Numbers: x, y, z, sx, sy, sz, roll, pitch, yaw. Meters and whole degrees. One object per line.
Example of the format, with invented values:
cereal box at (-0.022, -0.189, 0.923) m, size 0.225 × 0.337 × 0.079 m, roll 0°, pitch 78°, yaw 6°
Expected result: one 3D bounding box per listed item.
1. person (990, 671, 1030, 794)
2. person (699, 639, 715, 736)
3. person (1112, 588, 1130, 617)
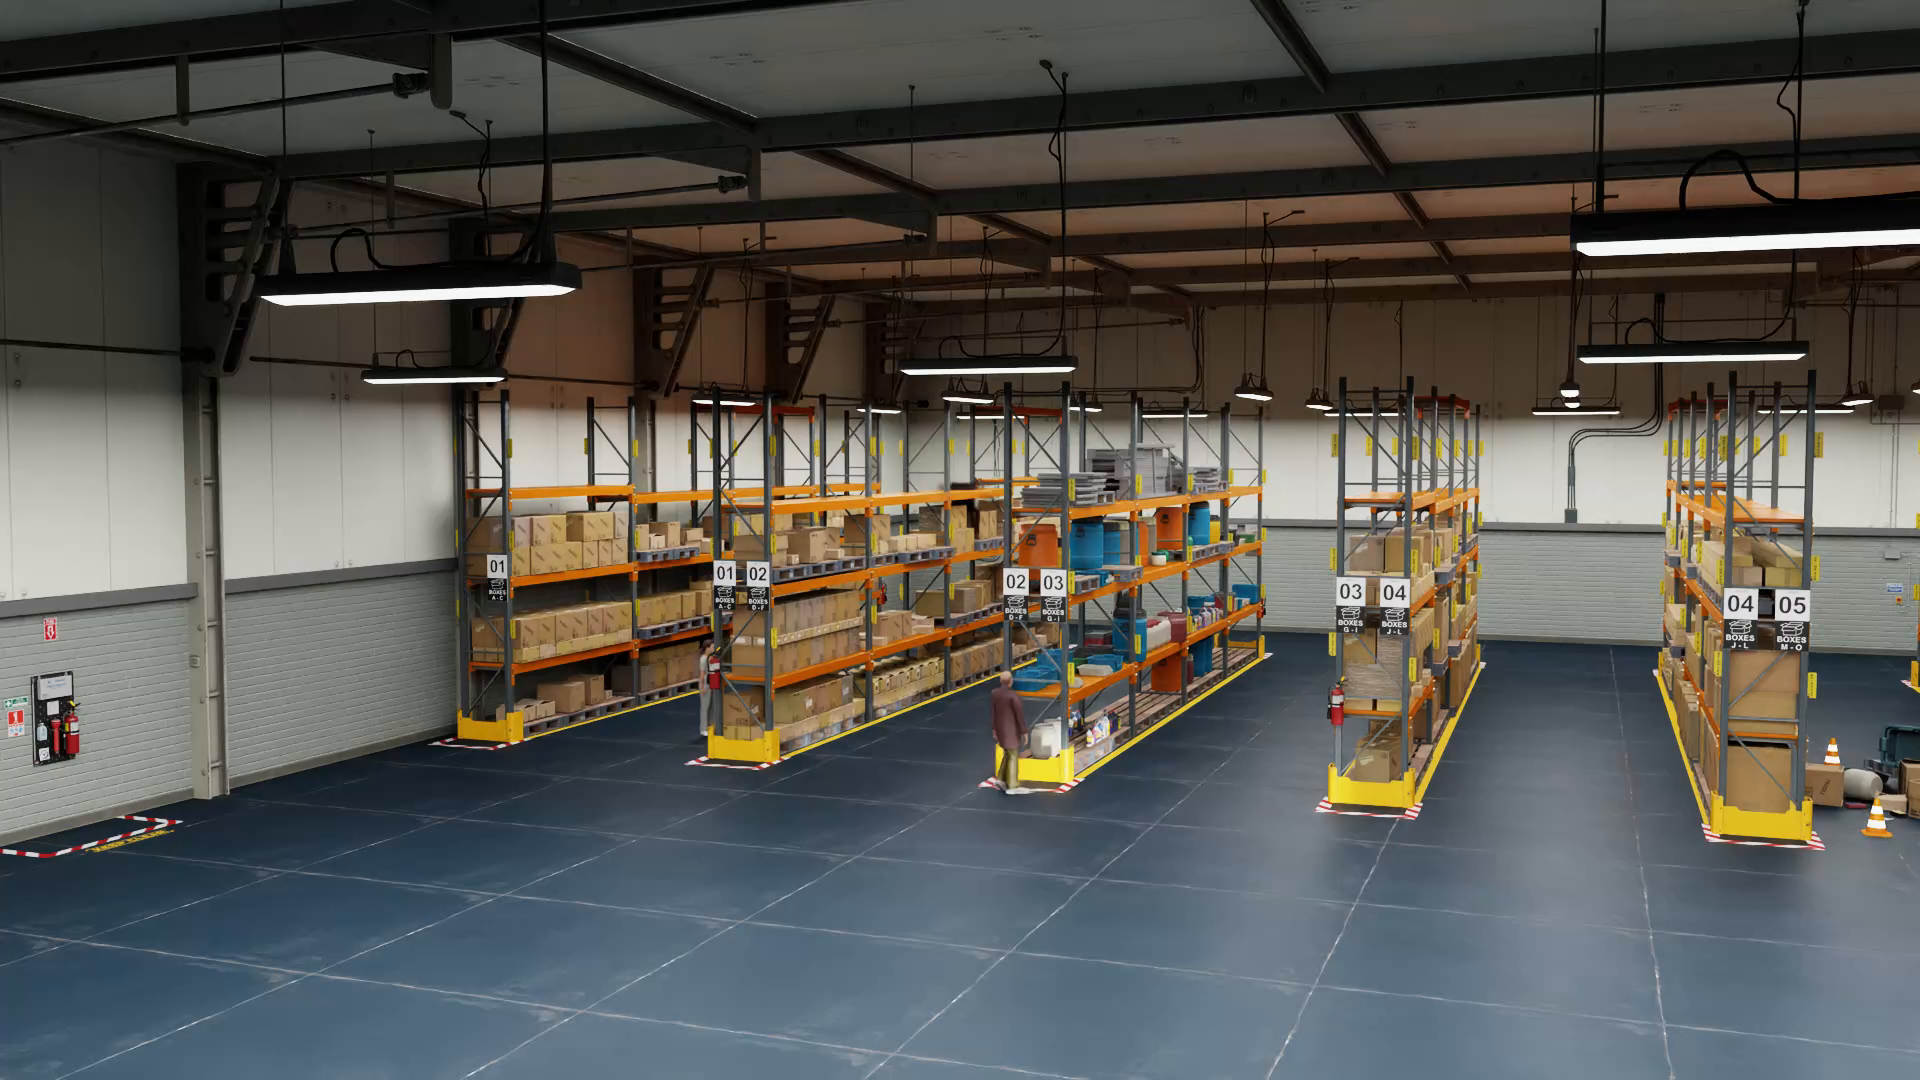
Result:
person at (0.739, 2.804, 24.109) m, size 0.478 × 1.829 × 0.622 m, roll -2°, pitch 4°, yaw -29°
person at (-4.349, 2.569, 28.929) m, size 0.412 × 1.688 × 0.460 m, roll 1°, pitch 3°, yaw 24°
person at (4.193, 1.812, 42.446) m, size 0.637 × 1.728 × 0.454 m, roll 0°, pitch 3°, yaw 4°
